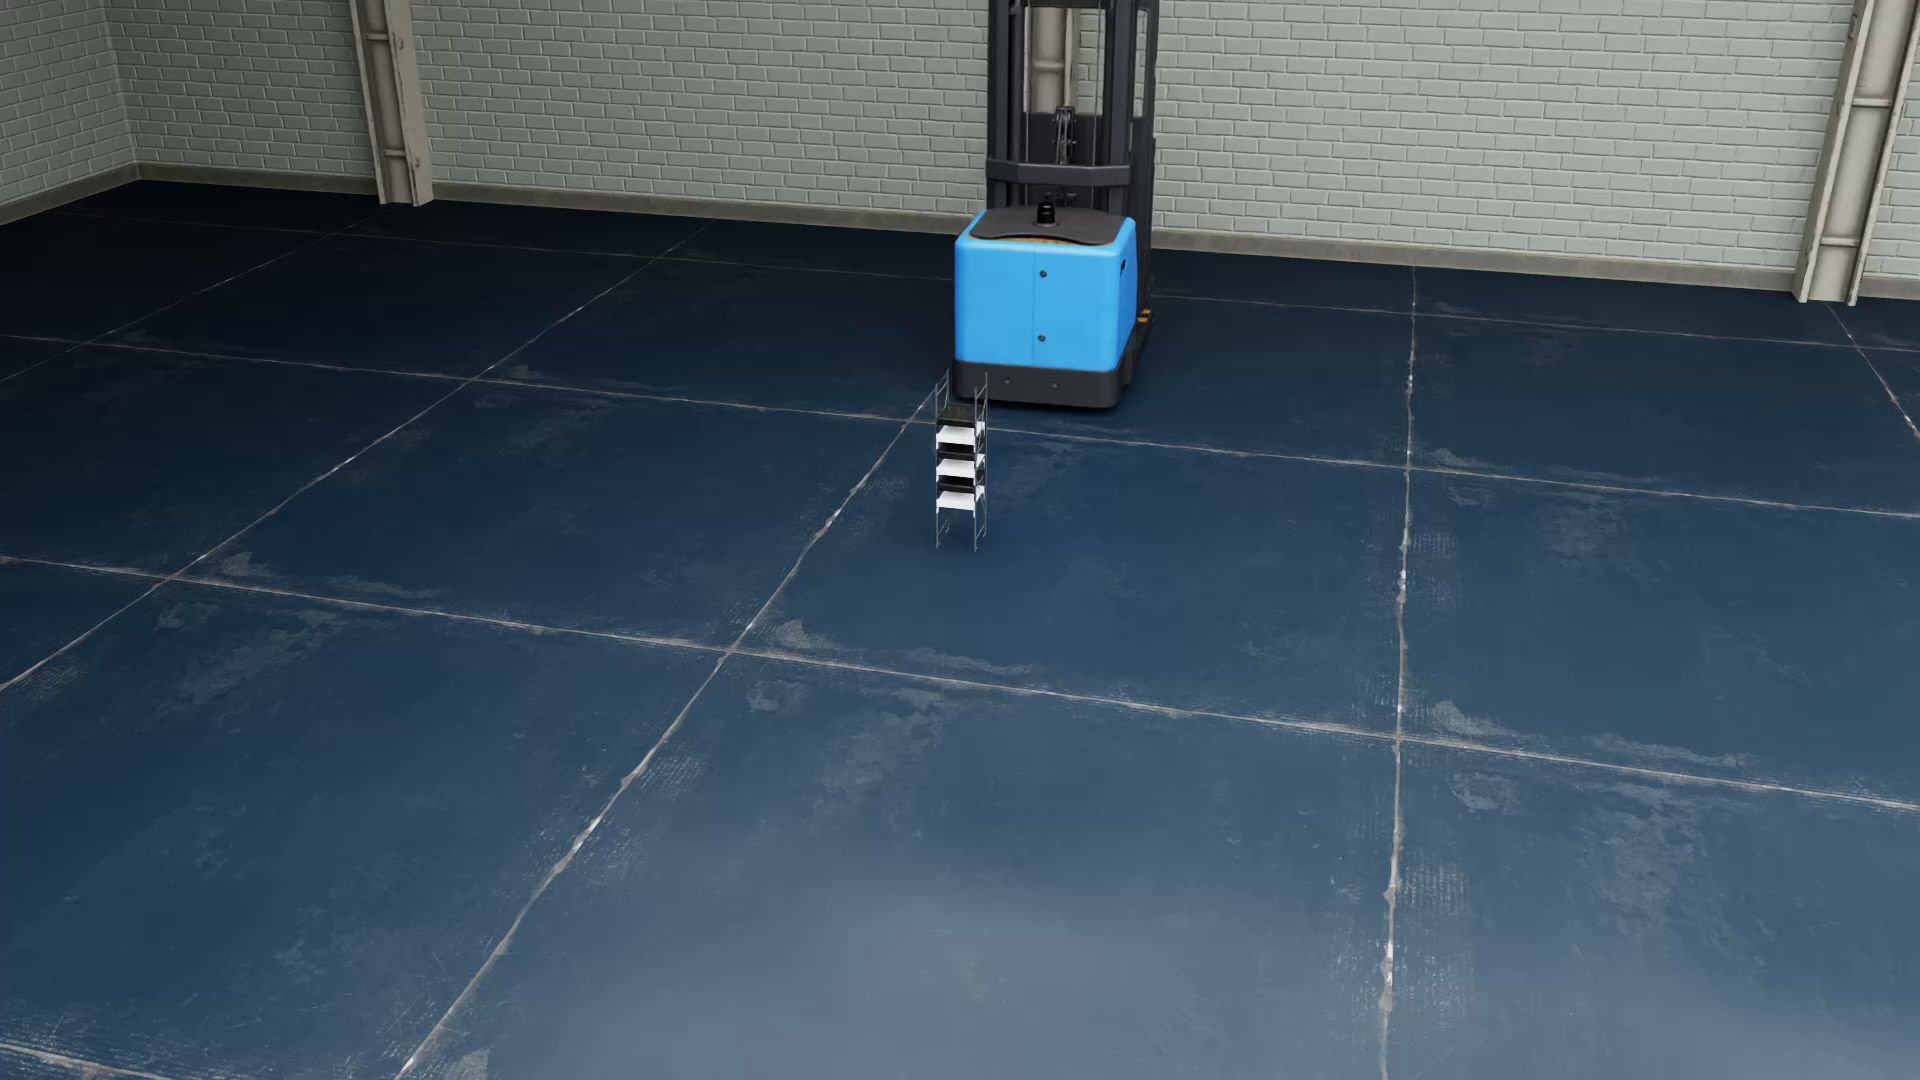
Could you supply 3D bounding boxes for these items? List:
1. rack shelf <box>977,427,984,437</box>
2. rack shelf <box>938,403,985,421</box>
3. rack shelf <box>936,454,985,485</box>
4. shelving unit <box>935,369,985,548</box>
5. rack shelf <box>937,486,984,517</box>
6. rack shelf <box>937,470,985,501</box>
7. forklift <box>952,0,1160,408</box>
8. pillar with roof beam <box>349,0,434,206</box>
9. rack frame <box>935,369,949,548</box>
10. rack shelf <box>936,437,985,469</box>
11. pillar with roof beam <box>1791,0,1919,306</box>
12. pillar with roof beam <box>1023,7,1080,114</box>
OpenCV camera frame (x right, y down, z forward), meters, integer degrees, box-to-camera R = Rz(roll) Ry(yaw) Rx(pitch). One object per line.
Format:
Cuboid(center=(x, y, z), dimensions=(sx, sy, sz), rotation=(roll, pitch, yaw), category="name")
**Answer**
Cuboid(center=(0.008, -0.551, 8.485), dimensions=(0.184, 0.015, 0.199), rotation=(6, 26, 13), category="rack shelf")
Cuboid(center=(0.008, -0.638, 8.444), dimensions=(0.190, 0.026, 0.221), rotation=(6, 26, 13), category="rack shelf")
Cuboid(center=(0.008, -0.375, 8.569), dimensions=(0.200, 0.077, 0.258), rotation=(6, 26, 13), category="rack shelf")
Cuboid(center=(0.006, -0.406, 8.555), dimensions=(0.205, 0.900, 0.258), rotation=(6, 26, 13), category="shelving unit")
Cuboid(center=(0.008, -0.213, 8.646), dimensions=(0.200, 0.077, 0.258), rotation=(6, 26, 13), category="rack shelf")
Cuboid(center=(0.008, -0.294, 8.608), dimensions=(0.200, 0.077, 0.258), rotation=(6, 26, 13), category="rack shelf")
Cuboid(center=(0.772, -2.720, 11.128), dimensions=(1.129, 2.867, 3.031), rotation=(5, 26, 11), category="forklift")
Cuboid(center=(-6.155, -5.390, 9.603), dimensions=(0.400, 9.000, 9.100), rotation=(6, 26, 13), category="pillar with roof beam")
Cuboid(center=(-0.091, -0.416, 8.578), dimensions=(0.006, 0.900, 0.240), rotation=(6, 26, 13), category="rack frame")
Cuboid(center=(0.008, -0.457, 8.530), dimensions=(0.200, 0.077, 0.258), rotation=(6, 26, 13), category="rack shelf")
Cuboid(center=(5.467, -4.105, 6.904), dimensions=(0.400, 9.000, 9.100), rotation=(6, 26, 13), category="pillar with roof beam")
Cuboid(center=(-0.344, -4.748, 8.253), dimensions=(0.400, 9.000, 9.100), rotation=(6, 26, 13), category="pillar with roof beam")
